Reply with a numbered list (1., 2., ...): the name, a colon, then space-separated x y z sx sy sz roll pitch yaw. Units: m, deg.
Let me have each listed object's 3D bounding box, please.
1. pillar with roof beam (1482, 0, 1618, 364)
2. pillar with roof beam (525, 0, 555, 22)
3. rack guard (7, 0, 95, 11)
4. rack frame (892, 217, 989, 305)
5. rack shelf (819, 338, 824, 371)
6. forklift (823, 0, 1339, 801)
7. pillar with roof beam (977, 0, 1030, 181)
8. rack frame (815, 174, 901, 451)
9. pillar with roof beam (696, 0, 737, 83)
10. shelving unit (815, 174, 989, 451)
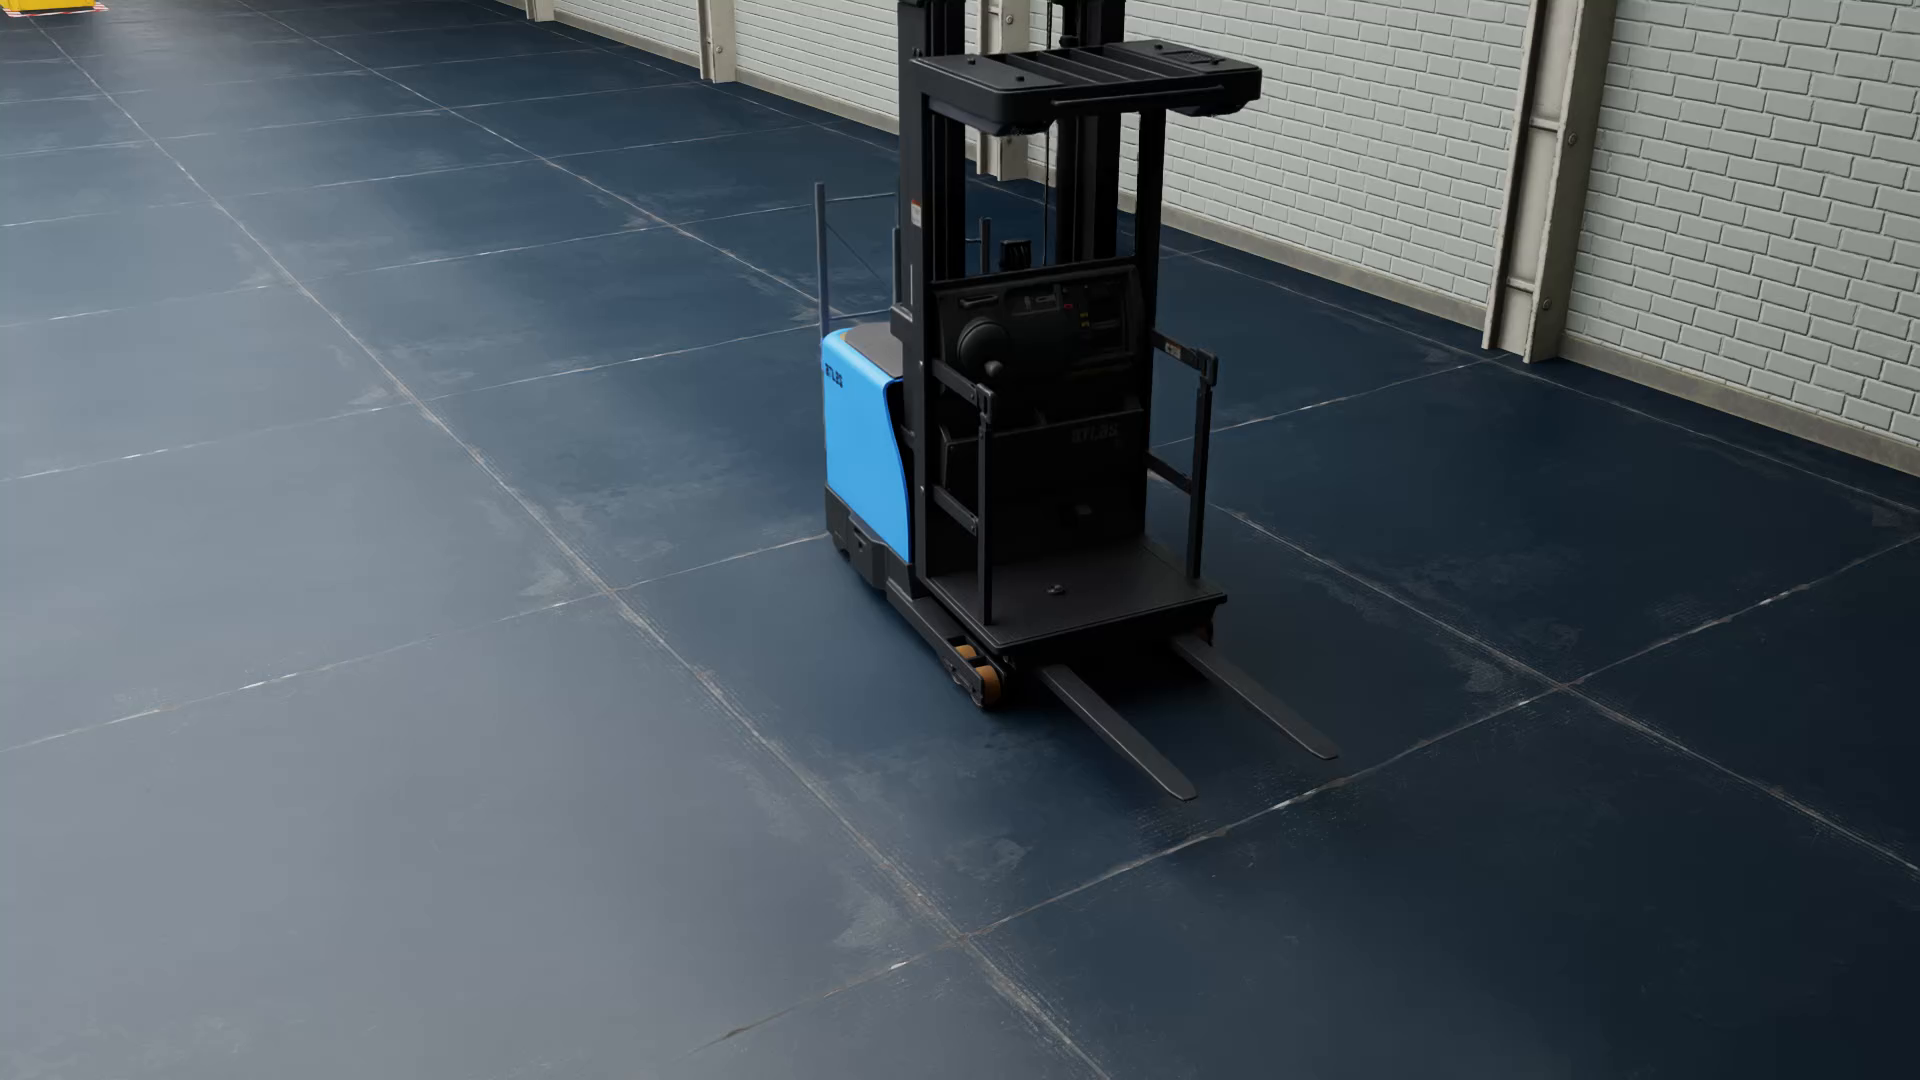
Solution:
1. pillar with roof beam: 0.056 -4.301 6.819 9.100 9.000 0.400 -16 29 -30
2. pillar with roof beam: -9.770 -10.739 20.457 9.100 9.000 0.400 -16 29 -30
3. rack guard: -14.012 -8.455 25.575 1.175 0.500 0.348 -16 29 -30
4. rack frame: -0.090 -0.837 8.266 0.500 1.500 0.032 -12 28 -23
5. rack shelf: -0.309 -0.870 8.758 0.538 0.185 1.000 -12 28 -23
6. forklift: 0.430 -0.859 6.636 1.130 2.935 3.031 -12 28 -23
7. pillar with roof beam: -3.219 -6.447 11.365 9.100 9.000 0.400 -16 29 -30
8. rack frame: -0.528 -1.229 9.096 0.500 1.500 0.032 -12 28 -23
9. pillar with roof beam: -6.494 -8.593 15.911 9.100 9.000 0.400 -16 29 -30
10. shelving unit: -0.309 -1.033 8.681 0.538 1.500 1.048 -12 28 -23
